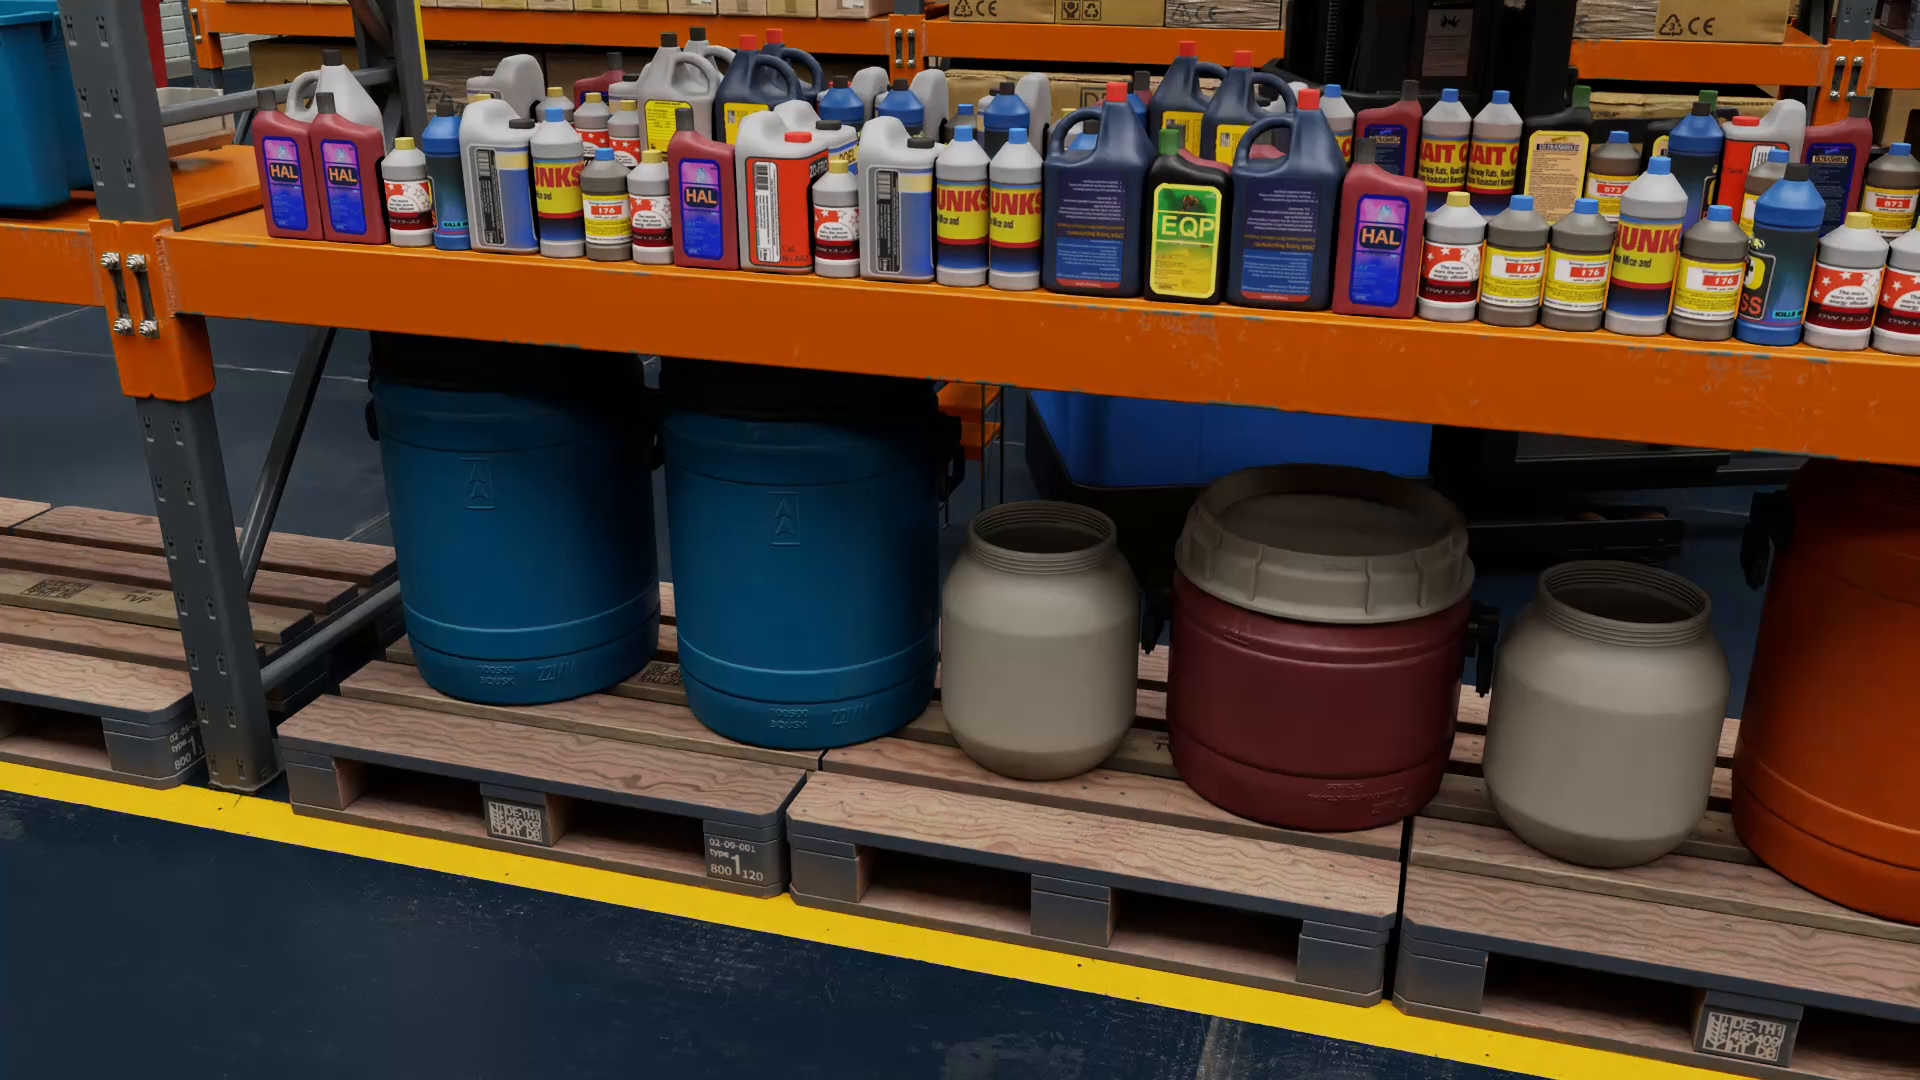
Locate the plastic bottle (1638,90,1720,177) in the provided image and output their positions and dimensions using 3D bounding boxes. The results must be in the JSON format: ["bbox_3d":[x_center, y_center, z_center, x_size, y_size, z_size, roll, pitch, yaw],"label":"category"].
[{"bbox_3d":[1.412,-0.740,3.275,0.133,0.283,0.061,7,23,16],"label":"plastic bottle"}]

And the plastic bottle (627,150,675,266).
[{"bbox_3d":[-0.566,-0.620,3.091,0.097,0.201,0.097,0,22,0],"label":"plastic bottle"}]

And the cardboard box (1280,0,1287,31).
[{"bbox_3d":[1.717,-2.525,7.342,0.500,0.500,0.500,7,23,17],"label":"cardboard box"}]

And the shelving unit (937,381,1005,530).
[{"bbox_3d":[0.014,-0.554,5.038,0.189,1.200,0.258,7,23,16],"label":"shelving unit"}]

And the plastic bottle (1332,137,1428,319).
[{"bbox_3d":[0.686,-0.507,2.708,0.133,0.283,0.061,7,23,16],"label":"plastic bottle"}]

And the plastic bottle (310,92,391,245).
[{"bbox_3d":[-1.183,-0.722,3.230,0.133,0.283,0.061,7,23,16],"label":"plastic bottle"}]

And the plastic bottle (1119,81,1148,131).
[{"bbox_3d":[0.344,-0.825,3.498,0.097,0.271,0.097,0,22,0],"label":"plastic bottle"}]

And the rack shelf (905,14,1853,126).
[{"bbox_3d":[1.807,-2.233,7.709,4.000,0.370,1.077,7,23,16],"label":"rack shelf"}]

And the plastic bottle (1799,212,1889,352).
[{"bbox_3d":[1.361,-0.400,2.553,0.097,0.201,0.097,0,22,0],"label":"plastic bottle"}]

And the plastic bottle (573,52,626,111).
[{"bbox_3d":[-0.833,-0.997,3.901,0.133,0.283,0.061,7,23,16],"label":"plastic bottle"}]

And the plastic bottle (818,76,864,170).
[{"bbox_3d":[-0.254,-0.857,3.577,0.097,0.271,0.097,0,22,0],"label":"plastic bottle"}]

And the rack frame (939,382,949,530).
[{"bbox_3d":[-0.074,-0.564,5.063,0.006,1.200,0.240,7,23,16],"label":"rack frame"}]

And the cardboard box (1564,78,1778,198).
[{"bbox_3d":[3.067,-1.641,7.564,0.875,0.875,1.225,5,23,13],"label":"cardboard box"}]

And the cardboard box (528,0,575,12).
[{"bbox_3d":[-1.968,-2.752,8.358,0.250,0.149,0.380,7,23,16],"label":"cardboard box"}]

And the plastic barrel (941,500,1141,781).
[{"bbox_3d":[0.170,0.209,3.532,0.421,0.512,0.421,0,22,0],"label":"plastic barrel"}]

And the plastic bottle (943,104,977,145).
[{"bbox_3d":[0.012,-0.855,3.663,0.097,0.201,0.097,0,22,0],"label":"plastic bottle"}]

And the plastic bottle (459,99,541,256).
[{"bbox_3d":[-0.855,-0.699,3.184,0.135,0.276,0.152,7,23,16],"label":"plastic bottle"}]

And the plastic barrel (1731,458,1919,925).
[{"bbox_3d":[1.817,0.215,3.098,0.708,0.830,0.600,7,23,16],"label":"plastic barrel"}]

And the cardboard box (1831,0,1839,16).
[{"bbox_3d":[10.600,-6.549,19.859,0.625,0.625,0.875,6,23,15],"label":"cardboard box"}]

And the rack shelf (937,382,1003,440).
[{"bbox_3d":[0.014,-0.401,5.101,0.180,0.103,0.258,7,23,16],"label":"rack shelf"}]

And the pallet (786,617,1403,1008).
[{"bbox_3d":[0.360,0.538,3.681,1.213,0.211,1.003,7,23,16],"label":"pallet"}]

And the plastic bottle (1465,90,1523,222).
[{"bbox_3d":[1.075,-0.765,3.353,0.097,0.271,0.097,0,22,0],"label":"plastic bottle"}]

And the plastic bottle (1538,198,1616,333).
[{"bbox_3d":[0.988,-0.442,2.657,0.097,0.201,0.097,0,22,0],"label":"plastic bottle"}]

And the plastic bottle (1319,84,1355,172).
[{"bbox_3d":[0.761,-0.801,3.441,0.097,0.271,0.097,0,22,0],"label":"plastic bottle"}]

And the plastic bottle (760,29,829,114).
[{"bbox_3d":[-0.387,-0.960,3.724,0.185,0.351,0.144,7,23,16],"label":"plastic bottle"}]

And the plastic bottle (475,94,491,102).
[{"bbox_3d":[-1.086,-0.920,3.823,0.097,0.201,0.097,0,22,0],"label":"plastic bottle"}]

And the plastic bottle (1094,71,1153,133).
[{"bbox_3d":[0.350,-0.861,3.571,0.133,0.283,0.061,7,23,16],"label":"plastic bottle"}]

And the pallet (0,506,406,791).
[{"bbox_3d":[-2.254,0.238,4.411,1.213,0.211,1.003,7,23,16],"label":"pallet"}]

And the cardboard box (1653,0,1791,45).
[{"bbox_3d":[3.177,-2.357,6.931,0.500,0.500,0.500,7,23,17],"label":"cardboard box"}]

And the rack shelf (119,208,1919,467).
[{"bbox_3d":[0.376,-0.433,3.322,4.000,0.370,1.077,7,23,16],"label":"rack shelf"}]

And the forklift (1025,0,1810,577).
[{"bbox_3d":[1.777,-1.468,4.986,3.031,2.935,1.130,-2,22,-6],"label":"forklift"}]

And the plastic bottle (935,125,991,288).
[{"bbox_3d":[0.006,-0.587,2.918,0.097,0.271,0.097,0,22,0],"label":"plastic bottle"}]

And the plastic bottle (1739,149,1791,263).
[{"bbox_3d":[1.509,-0.623,3.098,0.097,0.201,0.097,0,22,0],"label":"plastic bottle"}]

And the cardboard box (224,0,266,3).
[{"bbox_3d":[-3.693,-2.948,8.836,0.250,0.149,0.380,7,23,16],"label":"cardboard box"}]

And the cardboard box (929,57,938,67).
[{"bbox_3d":[-0.264,-3.787,12.969,0.250,0.149,0.380,6,23,14],"label":"cardboard box"}]

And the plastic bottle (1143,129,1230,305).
[{"bbox_3d":[0.381,-0.542,2.794,0.133,0.283,0.061,7,23,16],"label":"plastic bottle"}]

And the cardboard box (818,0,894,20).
[{"bbox_3d":[-0.495,-2.583,7.946,0.250,0.149,0.380,7,23,16],"label":"cardboard box"}]

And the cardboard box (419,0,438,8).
[{"bbox_3d":[-2.709,-2.836,8.563,0.250,0.149,0.380,6,23,14],"label":"cardboard box"}]

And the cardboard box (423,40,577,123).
[{"bbox_3d":[-2.431,-2.294,9.156,0.875,0.875,0.875,7,23,16],"label":"cardboard box"}]

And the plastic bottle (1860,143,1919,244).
[{"bbox_3d":[1.773,-0.653,3.172,0.097,0.201,0.097,0,22,0],"label":"plastic bottle"}]

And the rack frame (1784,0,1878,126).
[{"bbox_3d":[3.721,-2.346,7.038,0.127,3.000,1.000,7,23,16],"label":"rack frame"}]

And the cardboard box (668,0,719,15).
[{"bbox_3d":[-1.233,-2.668,8.152,0.250,0.149,0.380,7,23,17],"label":"cardboard box"}]

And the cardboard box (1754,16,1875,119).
[{"bbox_3d":[5.808,-3.191,11.509,0.750,0.750,1.050,6,23,15],"label":"cardboard box"}]

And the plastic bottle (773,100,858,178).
[{"bbox_3d":[-0.275,-0.693,3.169,0.135,0.276,0.152,7,23,16],"label":"plastic bottle"}]

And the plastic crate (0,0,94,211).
[{"bbox_3d":[-2.084,-0.933,3.534,0.575,0.384,0.392,7,23,16],"label":"plastic crate"}]

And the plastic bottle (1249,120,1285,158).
[{"bbox_3d":[0.551,-0.580,2.886,0.133,0.283,0.061,7,23,16],"label":"plastic bottle"}]

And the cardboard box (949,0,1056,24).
[{"bbox_3d":[0.260,-2.690,7.743,0.500,0.500,0.500,7,23,16],"label":"cardboard box"}]
